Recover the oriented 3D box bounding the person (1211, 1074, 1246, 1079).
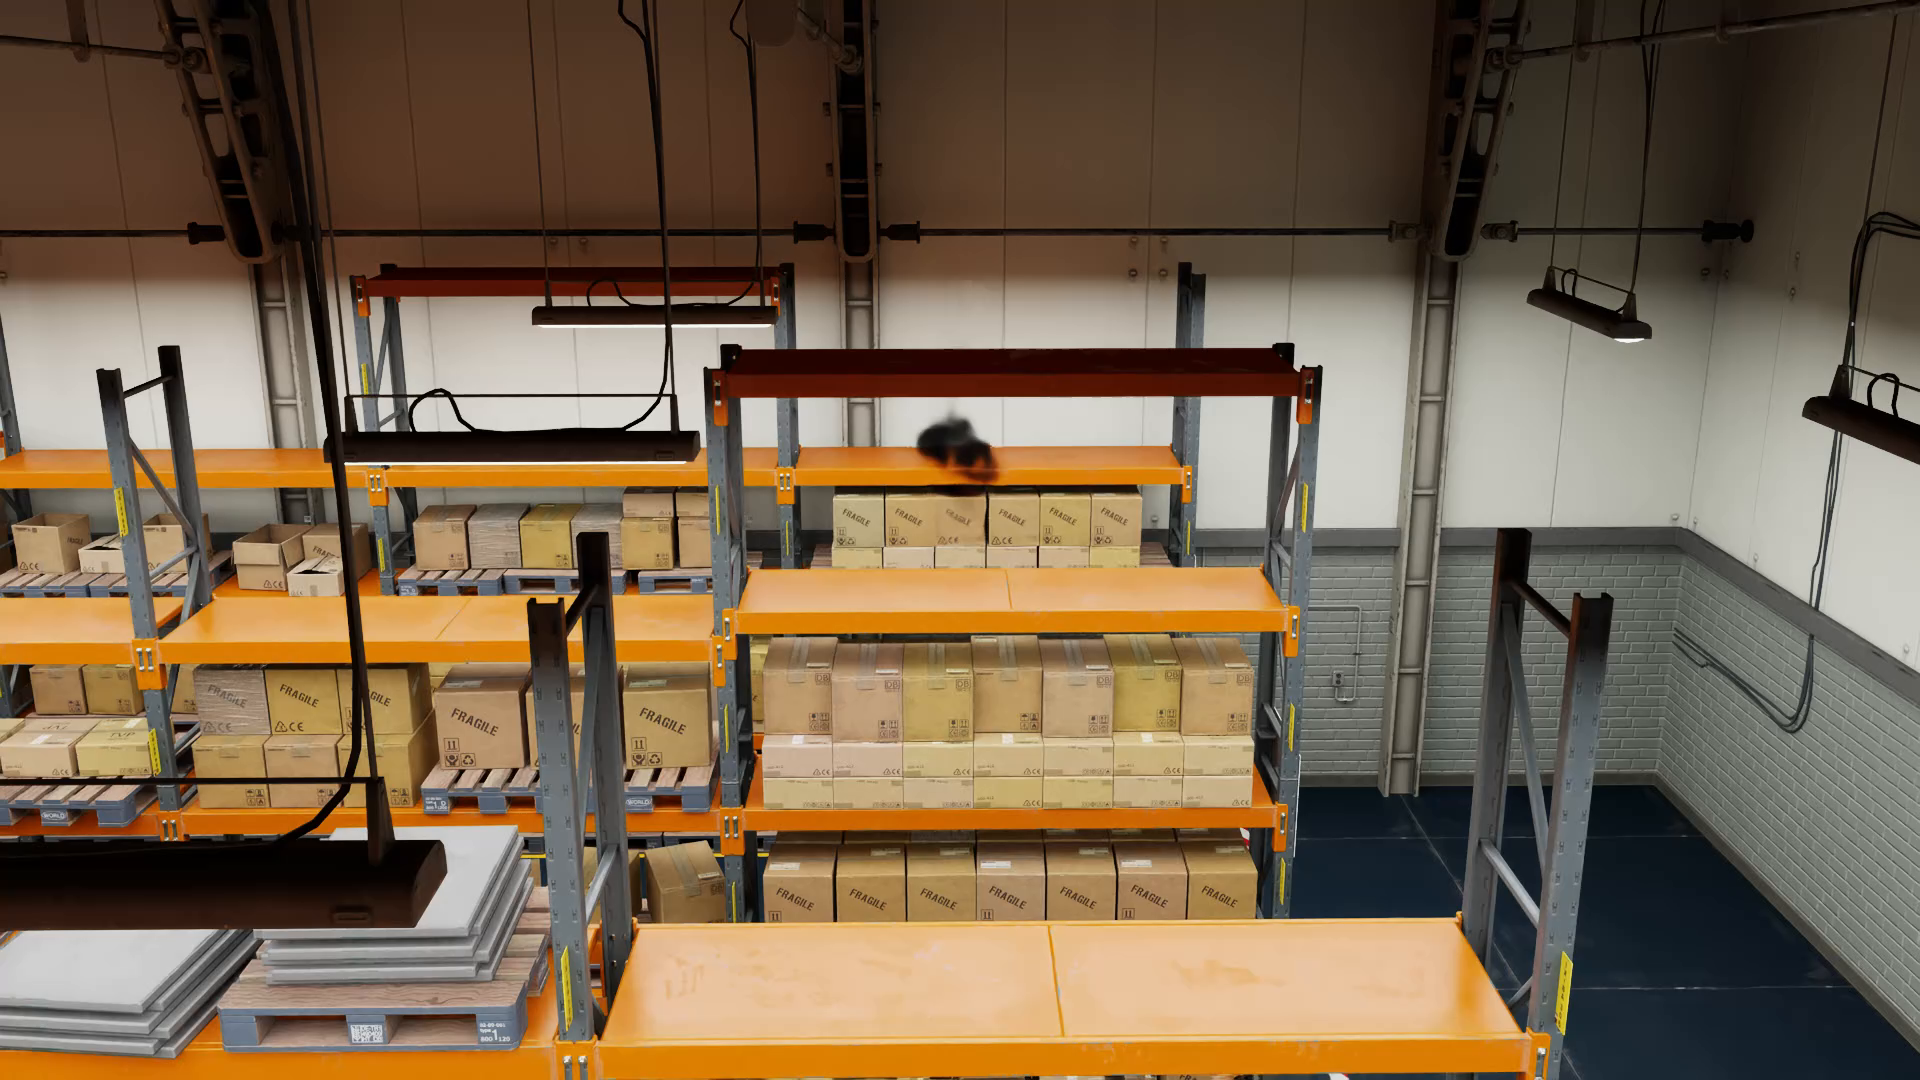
[{"bbox_3d":[1.888,4.198,11.223,0.769,1.696,0.691,-7,18,-23],"label":"person"}]
